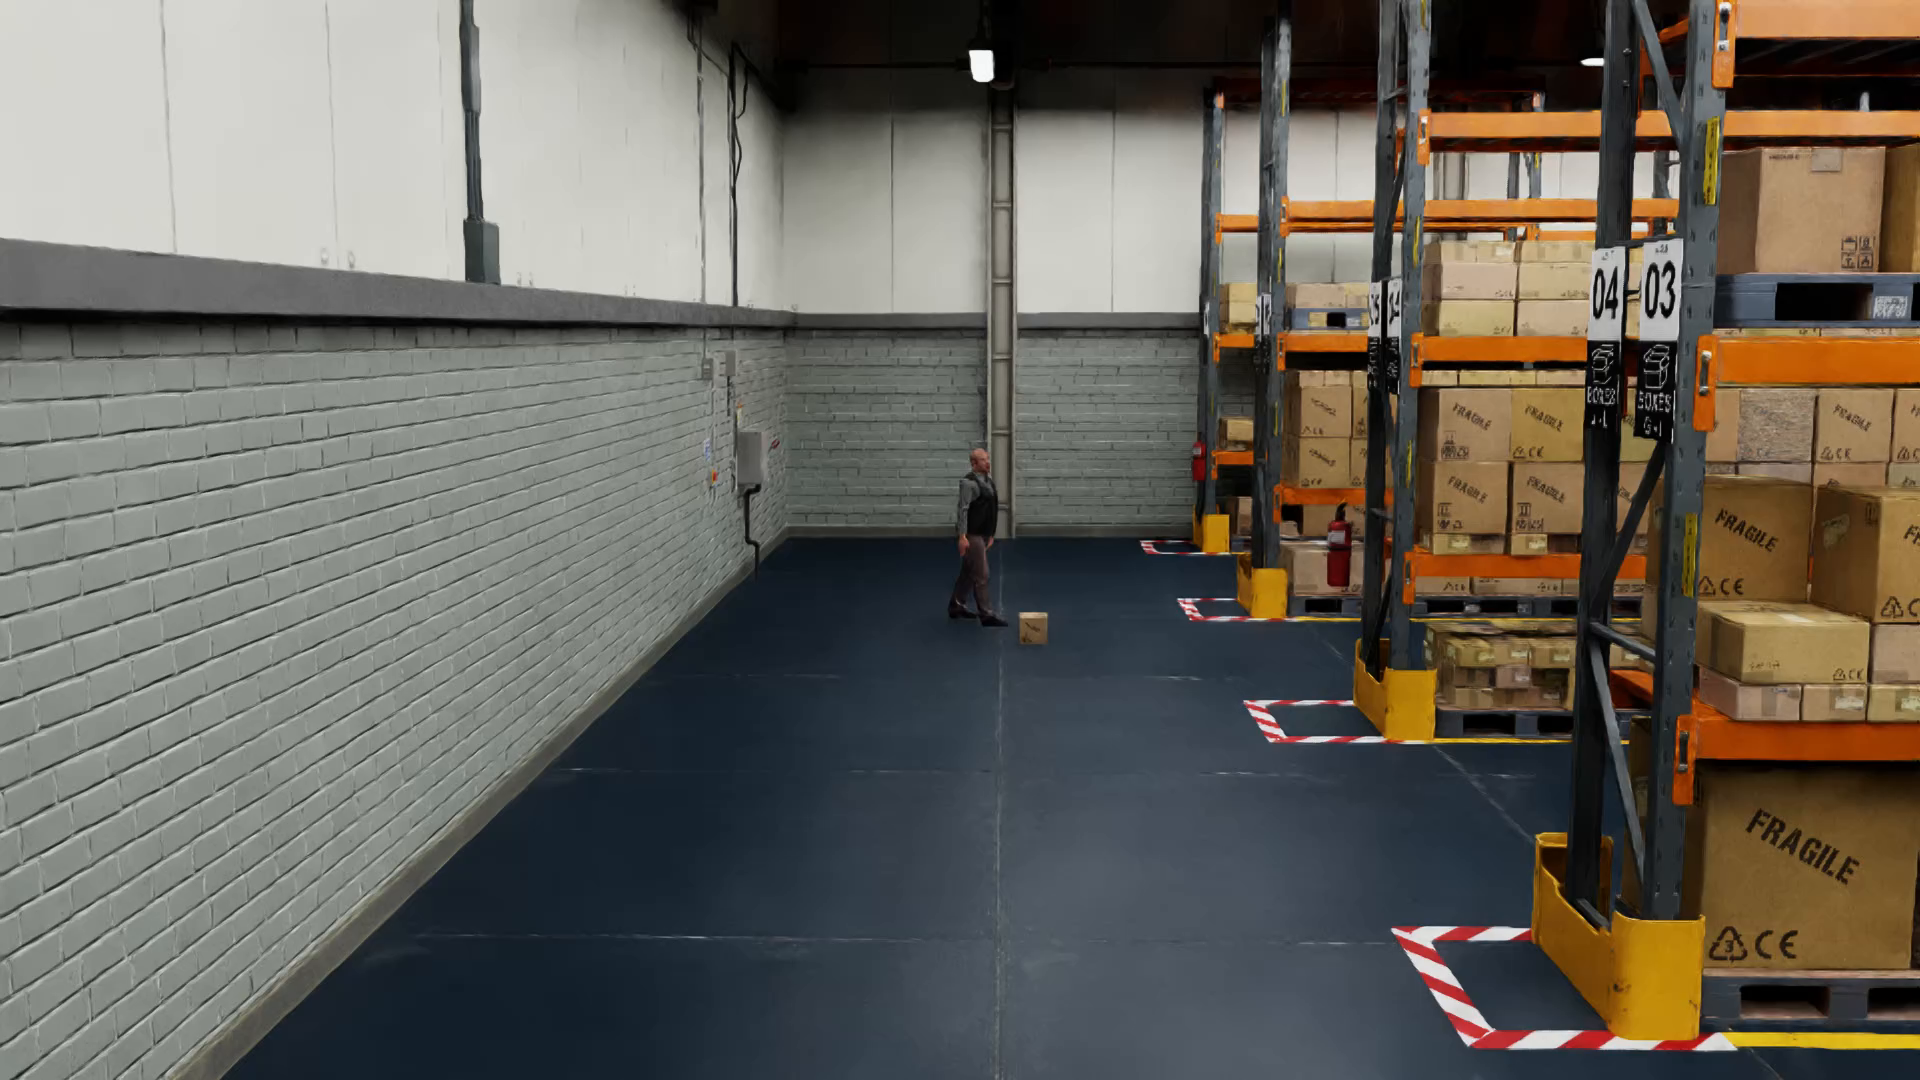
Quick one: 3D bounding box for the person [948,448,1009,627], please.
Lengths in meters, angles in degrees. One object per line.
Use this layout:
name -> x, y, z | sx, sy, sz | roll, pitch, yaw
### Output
person -> 0.200, -0.036, 16.079 | 0.765, 1.699, 0.612 | 3, 8, 22
